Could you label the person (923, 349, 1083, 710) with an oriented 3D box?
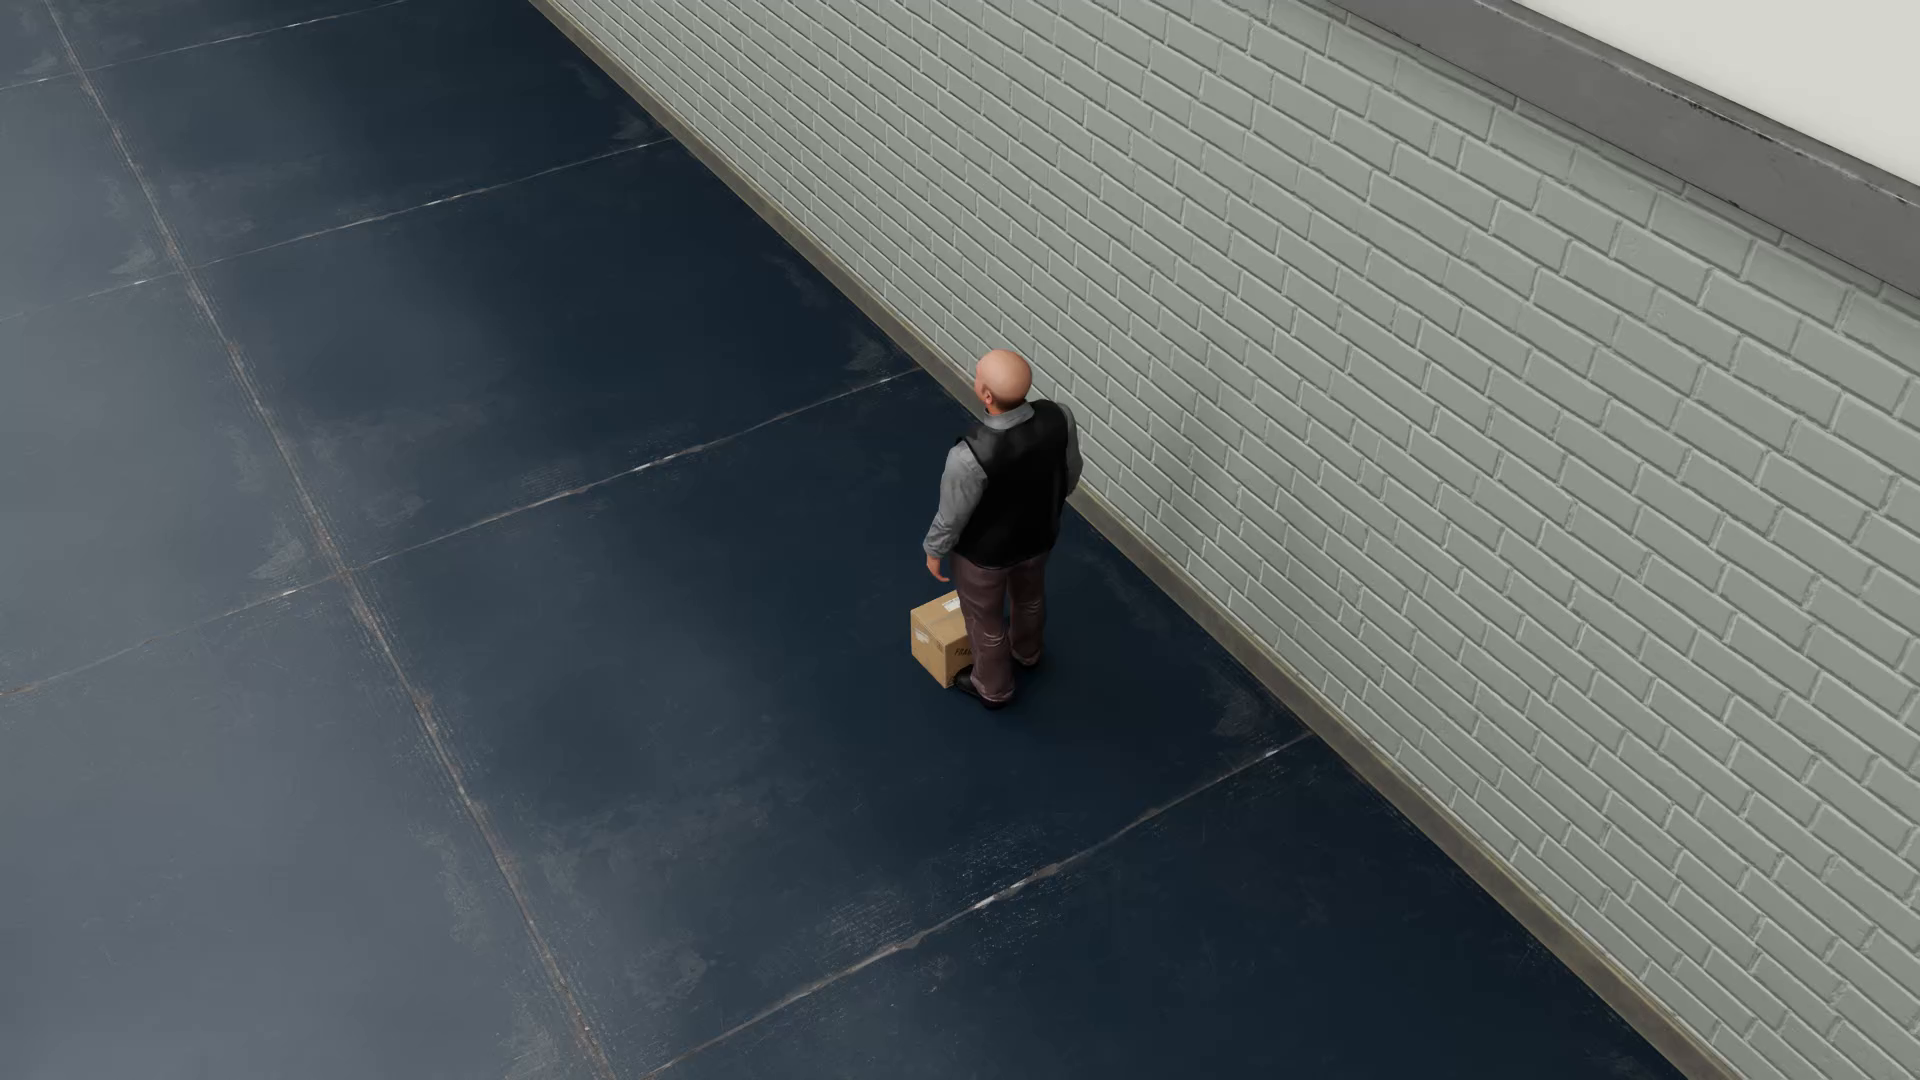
[{"bbox_3d":[0.119,-0.050,6.221,0.633,1.722,0.566,-22,45,-24],"label":"person"}]
